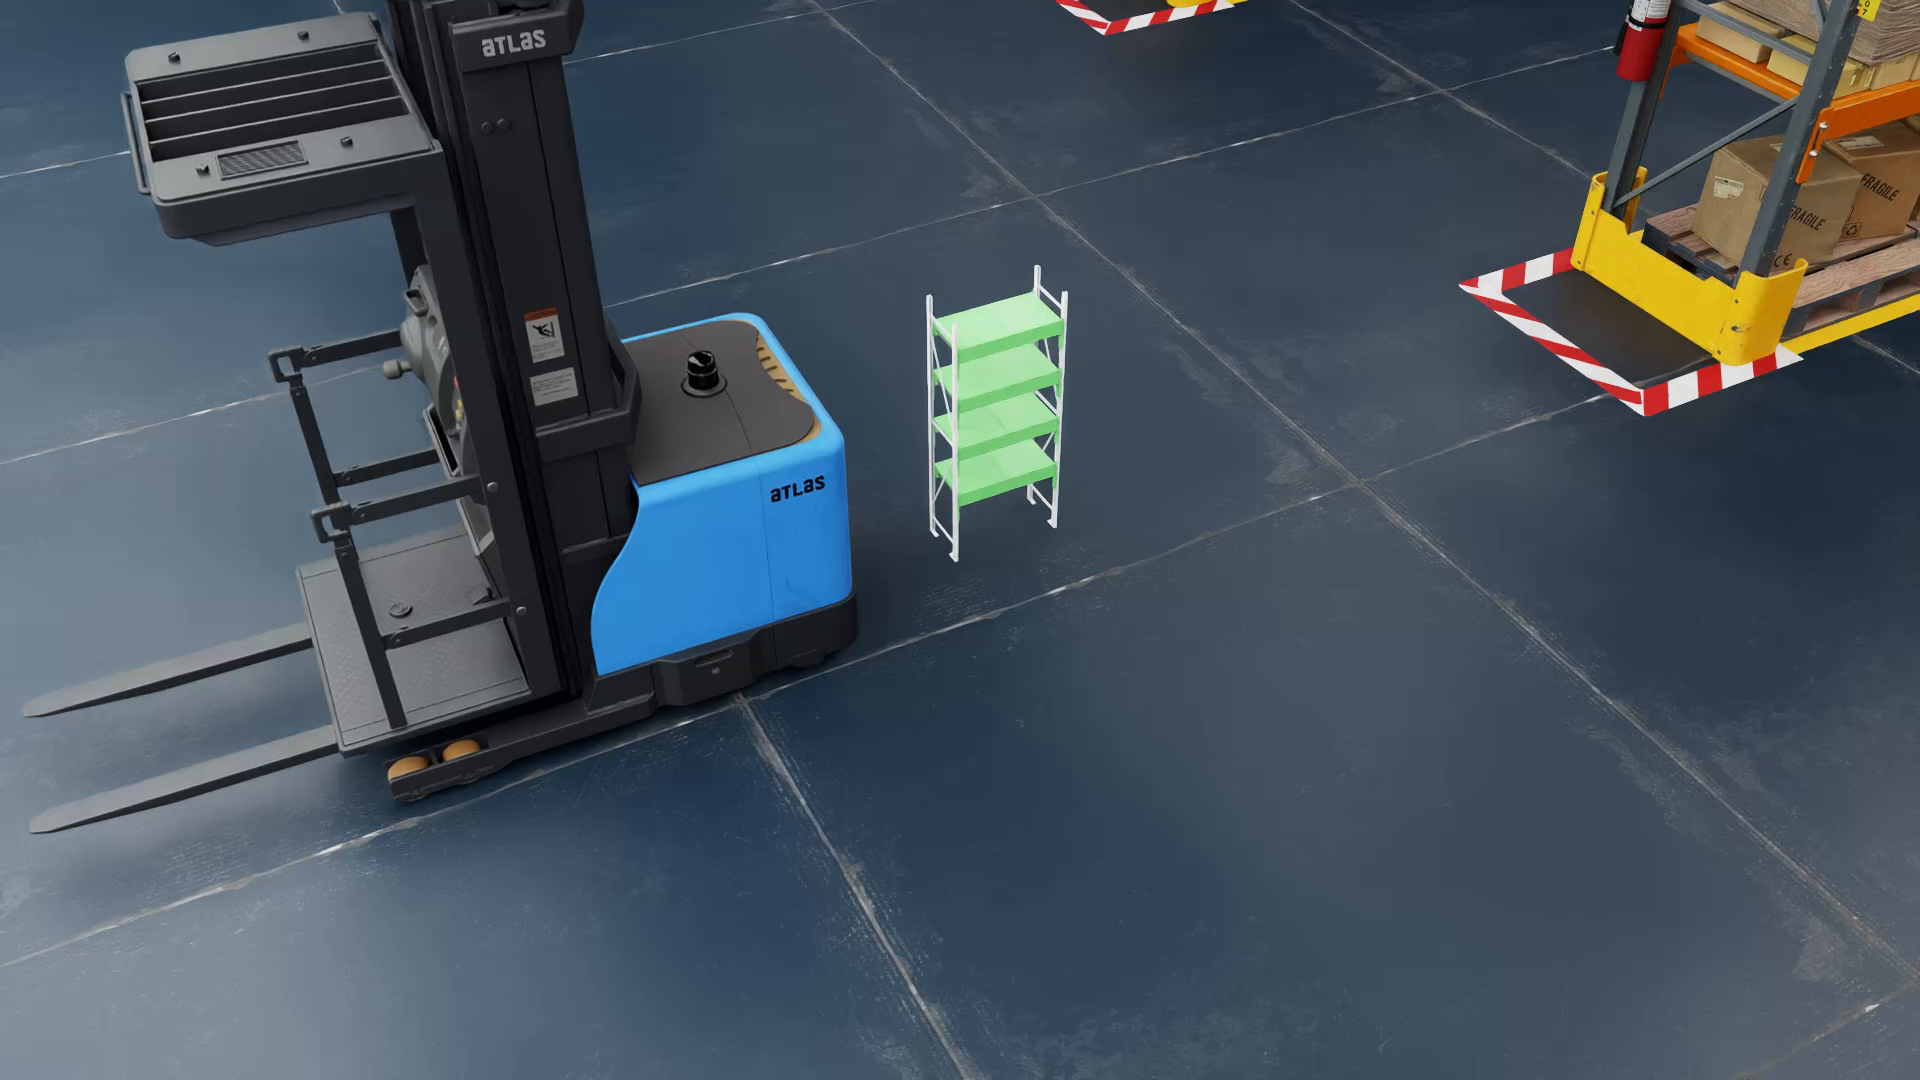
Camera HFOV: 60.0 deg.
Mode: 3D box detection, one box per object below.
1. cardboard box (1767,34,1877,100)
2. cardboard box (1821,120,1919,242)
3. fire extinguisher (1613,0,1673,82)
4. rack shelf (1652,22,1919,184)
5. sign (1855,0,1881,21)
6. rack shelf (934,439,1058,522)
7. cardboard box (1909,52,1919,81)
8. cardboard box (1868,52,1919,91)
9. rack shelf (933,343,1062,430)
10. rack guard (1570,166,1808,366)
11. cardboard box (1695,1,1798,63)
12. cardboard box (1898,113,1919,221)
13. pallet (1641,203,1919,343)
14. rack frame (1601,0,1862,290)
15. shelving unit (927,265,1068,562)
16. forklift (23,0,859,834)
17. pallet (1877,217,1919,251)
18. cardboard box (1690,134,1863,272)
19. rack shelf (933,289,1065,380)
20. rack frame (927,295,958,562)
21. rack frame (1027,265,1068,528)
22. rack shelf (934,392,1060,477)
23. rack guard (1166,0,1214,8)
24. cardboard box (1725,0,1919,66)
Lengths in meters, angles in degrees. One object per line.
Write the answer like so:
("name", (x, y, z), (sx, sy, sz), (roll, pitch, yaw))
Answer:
("cardboard box", (4.009, -2.211, 7.735), (0.250, 0.149, 0.380), (-19, 44, -21))
("cardboard box", (4.722, -1.940, 8.829), (0.500, 0.500, 0.500), (-8, 41, -9))
("fire extinguisher", (3.331, -2.559, 8.011), (0.183, 0.674, 0.296), (-19, 44, -21))
("rack shelf", (5.420, -2.681, 8.652), (4.000, 0.370, 1.077), (-19, 44, -21))
("sign", (3.897, -2.378, 7.068), (0.005, 0.325, 0.100), (-19, 44, -21))
("rack shelf", (0.147, -0.275, 7.117), (0.480, 0.148, 0.258), (-19, 44, -21))
("cardboard box", (4.468, -2.341, 7.888), (0.250, 0.149, 0.380), (-19, 44, -21))
("cardboard box", (4.239, -2.275, 7.810), (0.250, 0.149, 0.380), (-19, 44, -21))
("rack shelf", (0.147, -0.642, 6.807), (0.480, 0.148, 0.258), (-19, 44, -21))
("rack guard", (3.713, -1.427, 8.549), (0.348, 0.500, 1.175), (-19, 44, -21))
("cardboard box", (3.803, -2.466, 8.036), (0.250, 0.149, 0.380), (-19, 44, -21))
("cardboard box", (5.286, -2.116, 9.037), (0.500, 0.500, 0.500), (-15, 42, -17))
("pallet", (4.450, -1.539, 8.905), (1.213, 0.211, 1.003), (-19, 44, -21))
("rack frame", (3.646, -2.359, 7.715), (0.127, 3.000, 1.000), (-19, 44, -21))
("shelving unit", (0.147, -0.507, 6.921), (0.503, 1.200, 0.258), (-19, 44, -21))
("forklift", (-1.968, -0.550, 5.631), (3.031, 2.935, 1.130), (-17, 43, -19))
("pallet", (5.531, -1.901, 9.332), (1.213, 0.211, 1.003), (-19, 44, -21))
("cardboard box", (4.207, -1.742, 8.595), (0.500, 0.500, 0.500), (-11, 41, -13))
("rack shelf", (0.147, -0.825, 6.652), (0.480, 0.148, 0.258), (-19, 44, -21))
("rack frame", (-0.070, -0.435, 6.835), (0.015, 1.200, 0.240), (-19, 44, -21))
("rack frame", (0.363, -0.580, 7.007), (0.015, 1.200, 0.240), (-19, 44, -21))
("rack shelf", (0.147, -0.459, 6.962), (0.480, 0.148, 0.258), (-19, 44, -21))
("rack guard", (1.404, -4.292, 11.934), (0.348, 0.500, 1.175), (-19, 44, -21))
("cardboard box", (4.146, -2.659, 7.762), (0.500, 0.500, 0.875), (-19, 44, -21))
